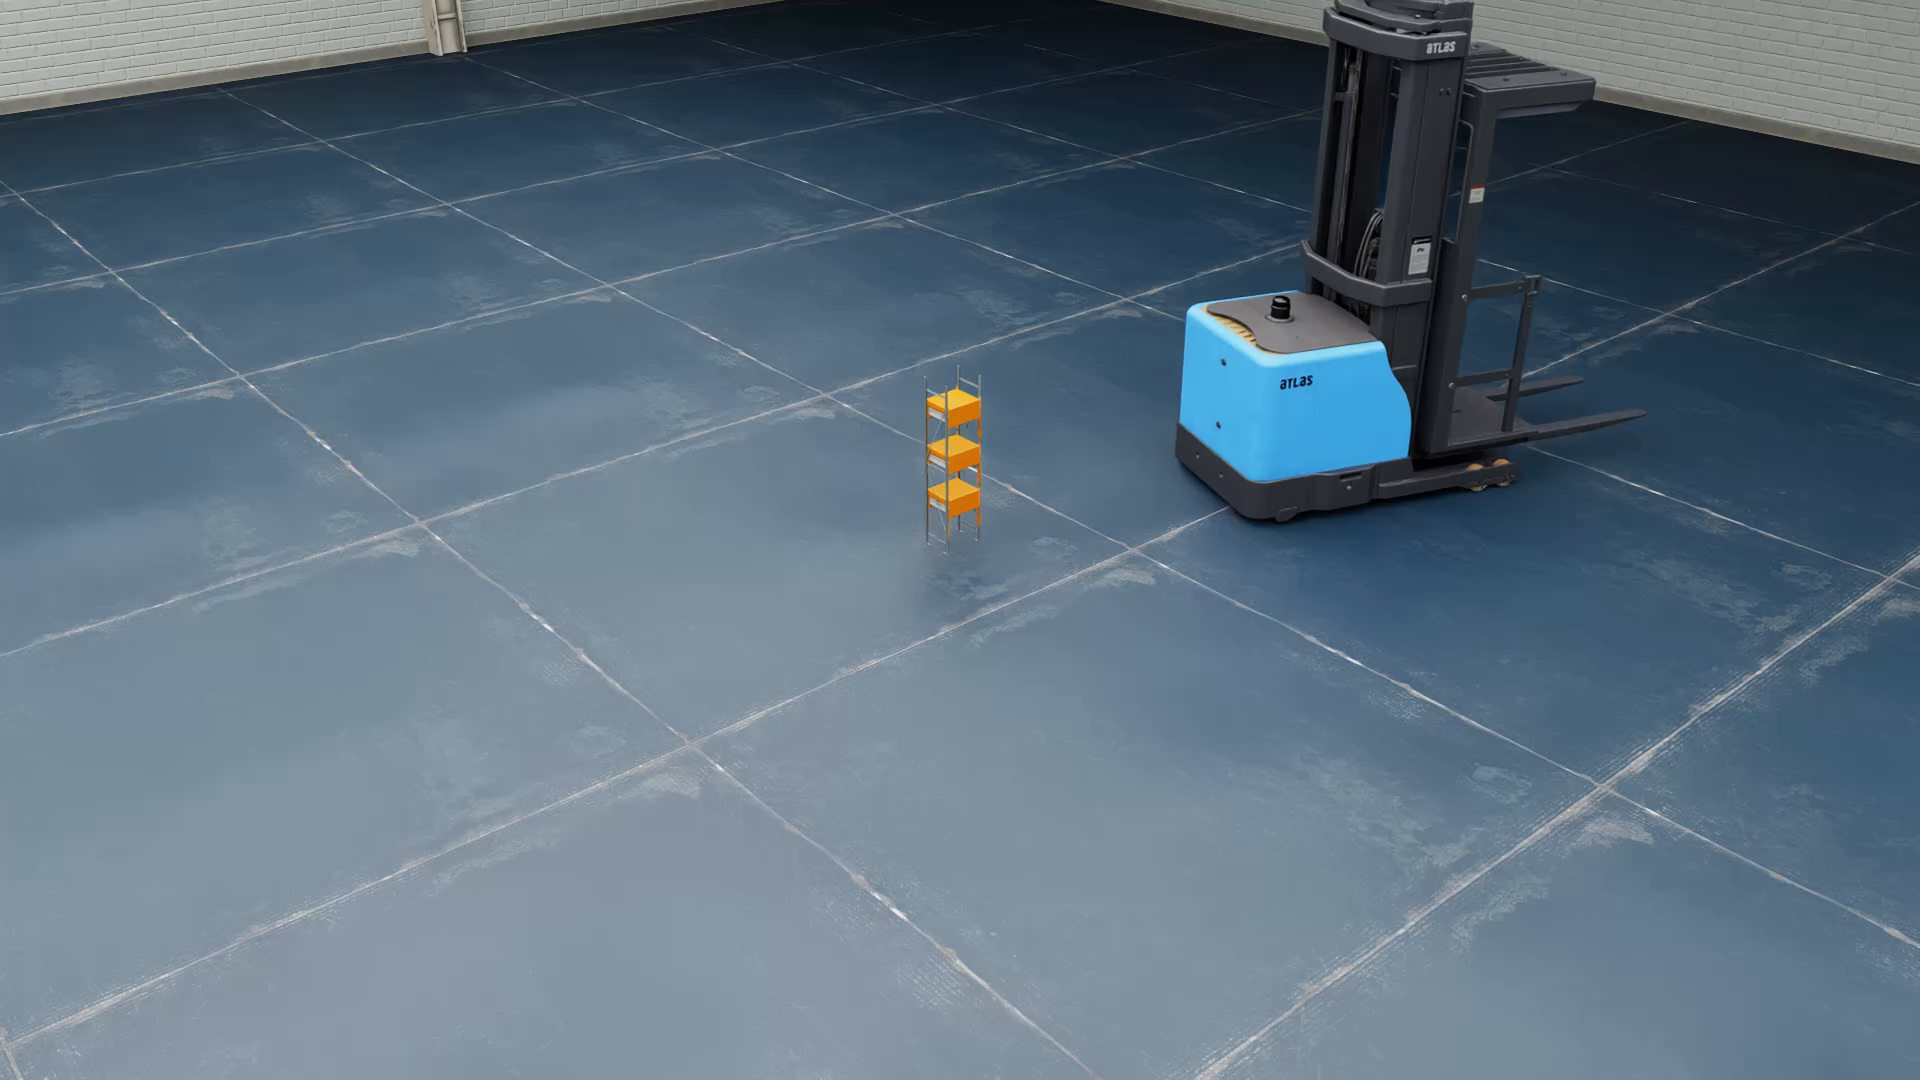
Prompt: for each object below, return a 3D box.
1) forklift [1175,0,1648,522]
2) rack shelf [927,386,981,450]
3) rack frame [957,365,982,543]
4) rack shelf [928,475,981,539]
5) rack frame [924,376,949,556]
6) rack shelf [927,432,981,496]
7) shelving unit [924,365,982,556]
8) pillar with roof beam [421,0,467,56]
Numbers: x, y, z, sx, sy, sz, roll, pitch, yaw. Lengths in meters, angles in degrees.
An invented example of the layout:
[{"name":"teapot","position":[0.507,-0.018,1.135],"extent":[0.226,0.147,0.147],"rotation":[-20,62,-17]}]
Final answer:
[{"name":"forklift","position":[2.943,-1.818,10.043],"extent":[3.031,2.935,1.130],"rotation":[-10,30,-18]},{"name":"rack shelf","position":[-0.041,-0.688,9.343],"extent":[0.240,0.259,0.215],"rotation":[-22,35,-35]},{"name":"rack frame","position":[0.052,-0.484,9.542],"extent":[0.008,1.050,0.200],"rotation":[-22,35,-35]},{"name":"rack shelf","position":[-0.041,-0.192,9.608],"extent":[0.240,0.259,0.215],"rotation":[-22,35,-35]},{"name":"rack frame","position":[-0.134,-0.409,9.402],"extent":[0.008,1.050,0.200],"rotation":[-22,35,-35]},{"name":"rack shelf","position":[-0.041,-0.437,9.477],"extent":[0.240,0.259,0.215],"rotation":[-22,35,-35]},{"name":"shelving unit","position":[-0.041,-0.447,9.472],"extent":[0.252,1.050,0.215],"rotation":[-22,35,-35]},{"name":"pillar with roof beam","position":[-3.867,-8.779,16.630],"extent":[0.400,9.000,9.100],"rotation":[-22,35,-35]}]
